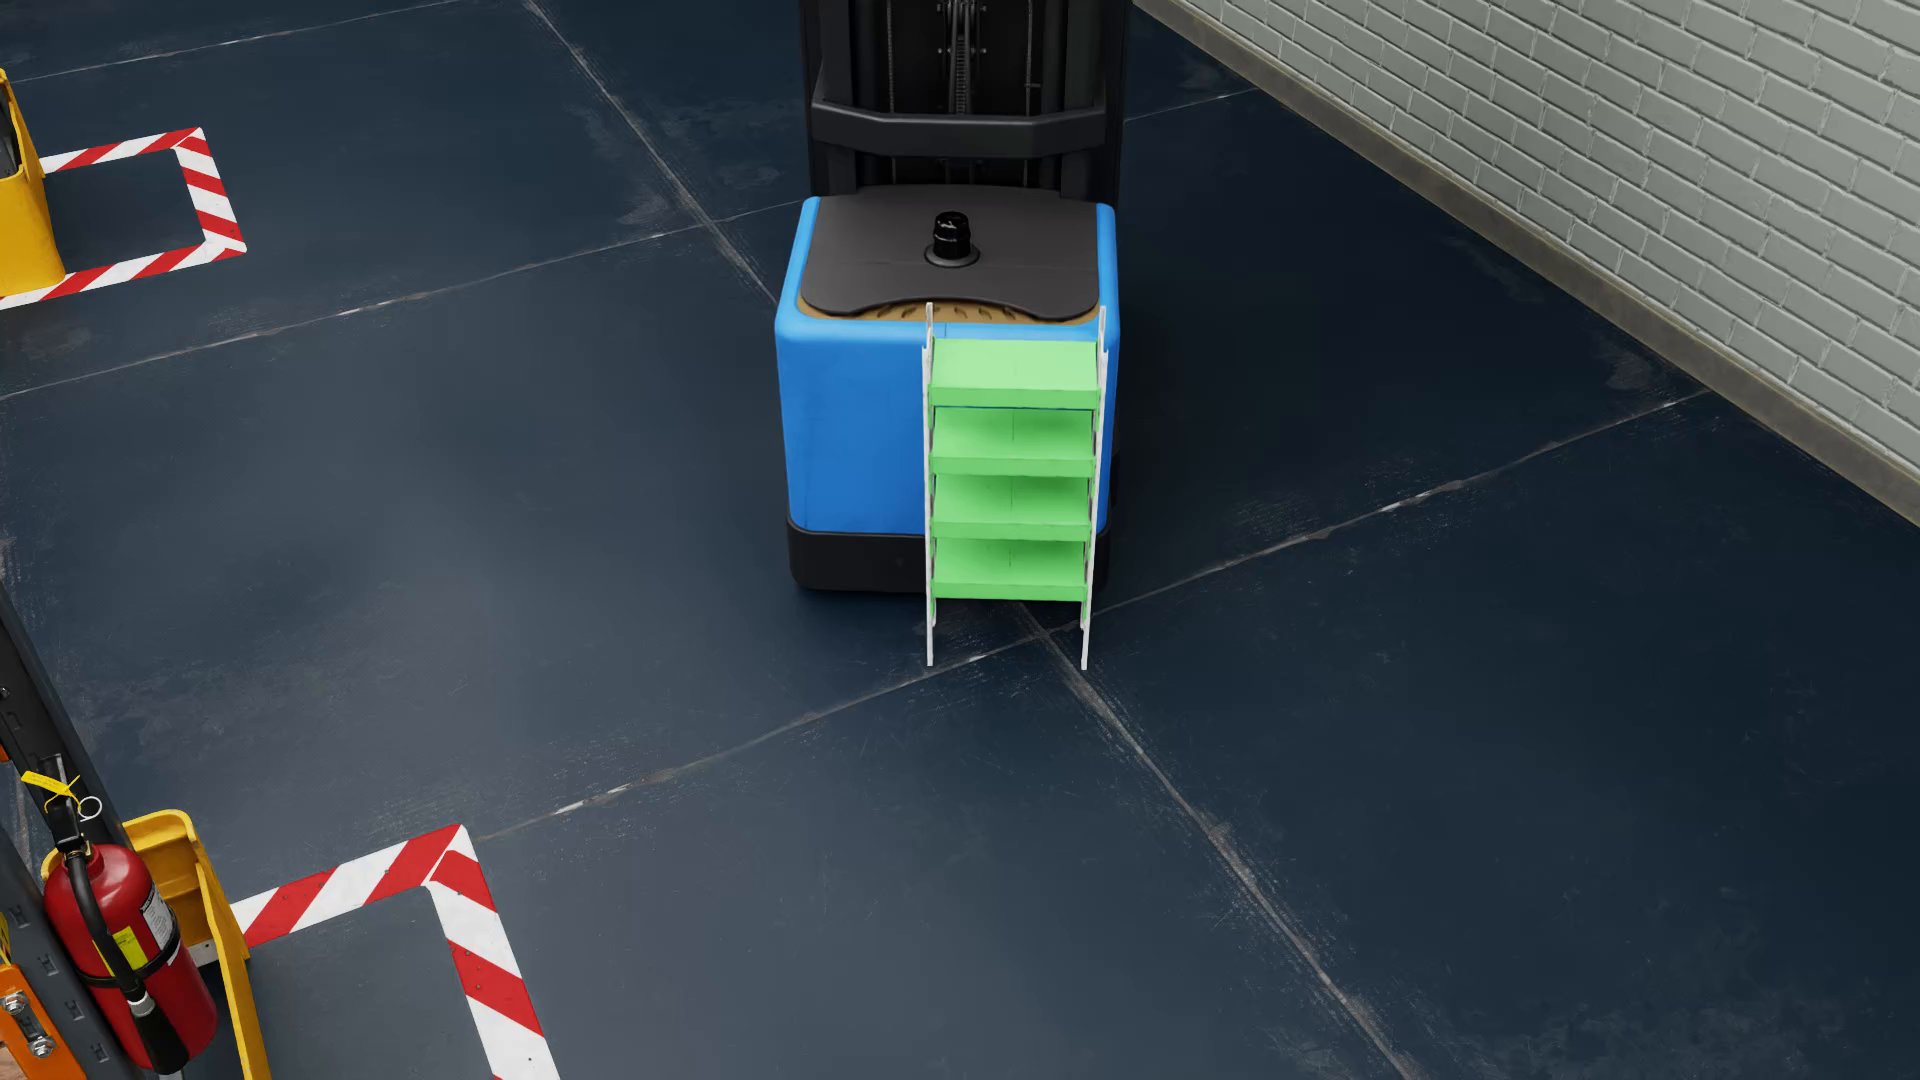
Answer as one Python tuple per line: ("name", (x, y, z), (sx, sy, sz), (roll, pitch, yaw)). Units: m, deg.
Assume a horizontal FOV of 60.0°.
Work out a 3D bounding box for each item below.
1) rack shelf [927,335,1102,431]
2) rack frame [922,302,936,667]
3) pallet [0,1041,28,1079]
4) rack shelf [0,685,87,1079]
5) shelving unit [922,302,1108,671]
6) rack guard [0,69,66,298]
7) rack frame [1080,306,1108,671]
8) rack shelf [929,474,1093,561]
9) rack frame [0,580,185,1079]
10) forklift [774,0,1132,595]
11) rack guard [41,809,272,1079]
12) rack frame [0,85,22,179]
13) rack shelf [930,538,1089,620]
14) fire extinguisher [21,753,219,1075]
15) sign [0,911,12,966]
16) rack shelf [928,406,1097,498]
("rack shelf", (0.153, -0.445, 4.703), (0.480, 0.148, 0.258), (1, 40, 2))
("rack frame", (-0.091, -0.134, 4.979), (0.015, 1.200, 0.240), (1, 40, 2))
("pallet", (-2.598, 1.588, 3.711), (1.213, 0.211, 1.003), (-19, 44, -21))
("rack shelf", (-3.623, 1.171, 2.602), (4.000, 0.370, 1.077), (-19, 44, -21))
("shelving unit", (0.153, -0.128, 4.972), (0.503, 1.200, 0.258), (1, 40, 2))
("rack guard", (-4.201, -1.563, 7.210), (0.348, 0.500, 1.175), (-19, 44, -21))
("rack frame", (0.397, -0.122, 4.965), (0.015, 1.200, 0.240), (1, 40, 2))
("rack shelf", (0.153, -0.079, 5.013), (0.480, 0.148, 0.258), (1, 40, 2))
("rack frame", (-1.849, 0.299, 3.075), (0.127, 3.000, 1.000), (-19, 44, -21))
("forklift", (0.028, -1.865, 5.685), (1.130, 2.935, 3.031), (2, 40, 2))
("rack guard", (-1.834, 1.239, 3.899), (0.348, 0.500, 1.175), (-19, 44, -21))
("rack frame", (-4.134, -2.540, 6.429), (0.127, 3.000, 1.000), (-19, 44, -21))
("rack shelf", (0.153, 0.104, 5.169), (0.480, 0.148, 0.258), (1, 40, 2))
("fire extinguisher", (-1.505, 0.687, 2.966), (0.183, 0.674, 0.296), (-19, 44, -21))
("sign", (-1.580, 0.547, 2.655), (0.005, 0.325, 0.100), (-19, 44, -21))
("rack shelf", (0.153, -0.262, 4.858), (0.480, 0.148, 0.258), (1, 40, 2))
